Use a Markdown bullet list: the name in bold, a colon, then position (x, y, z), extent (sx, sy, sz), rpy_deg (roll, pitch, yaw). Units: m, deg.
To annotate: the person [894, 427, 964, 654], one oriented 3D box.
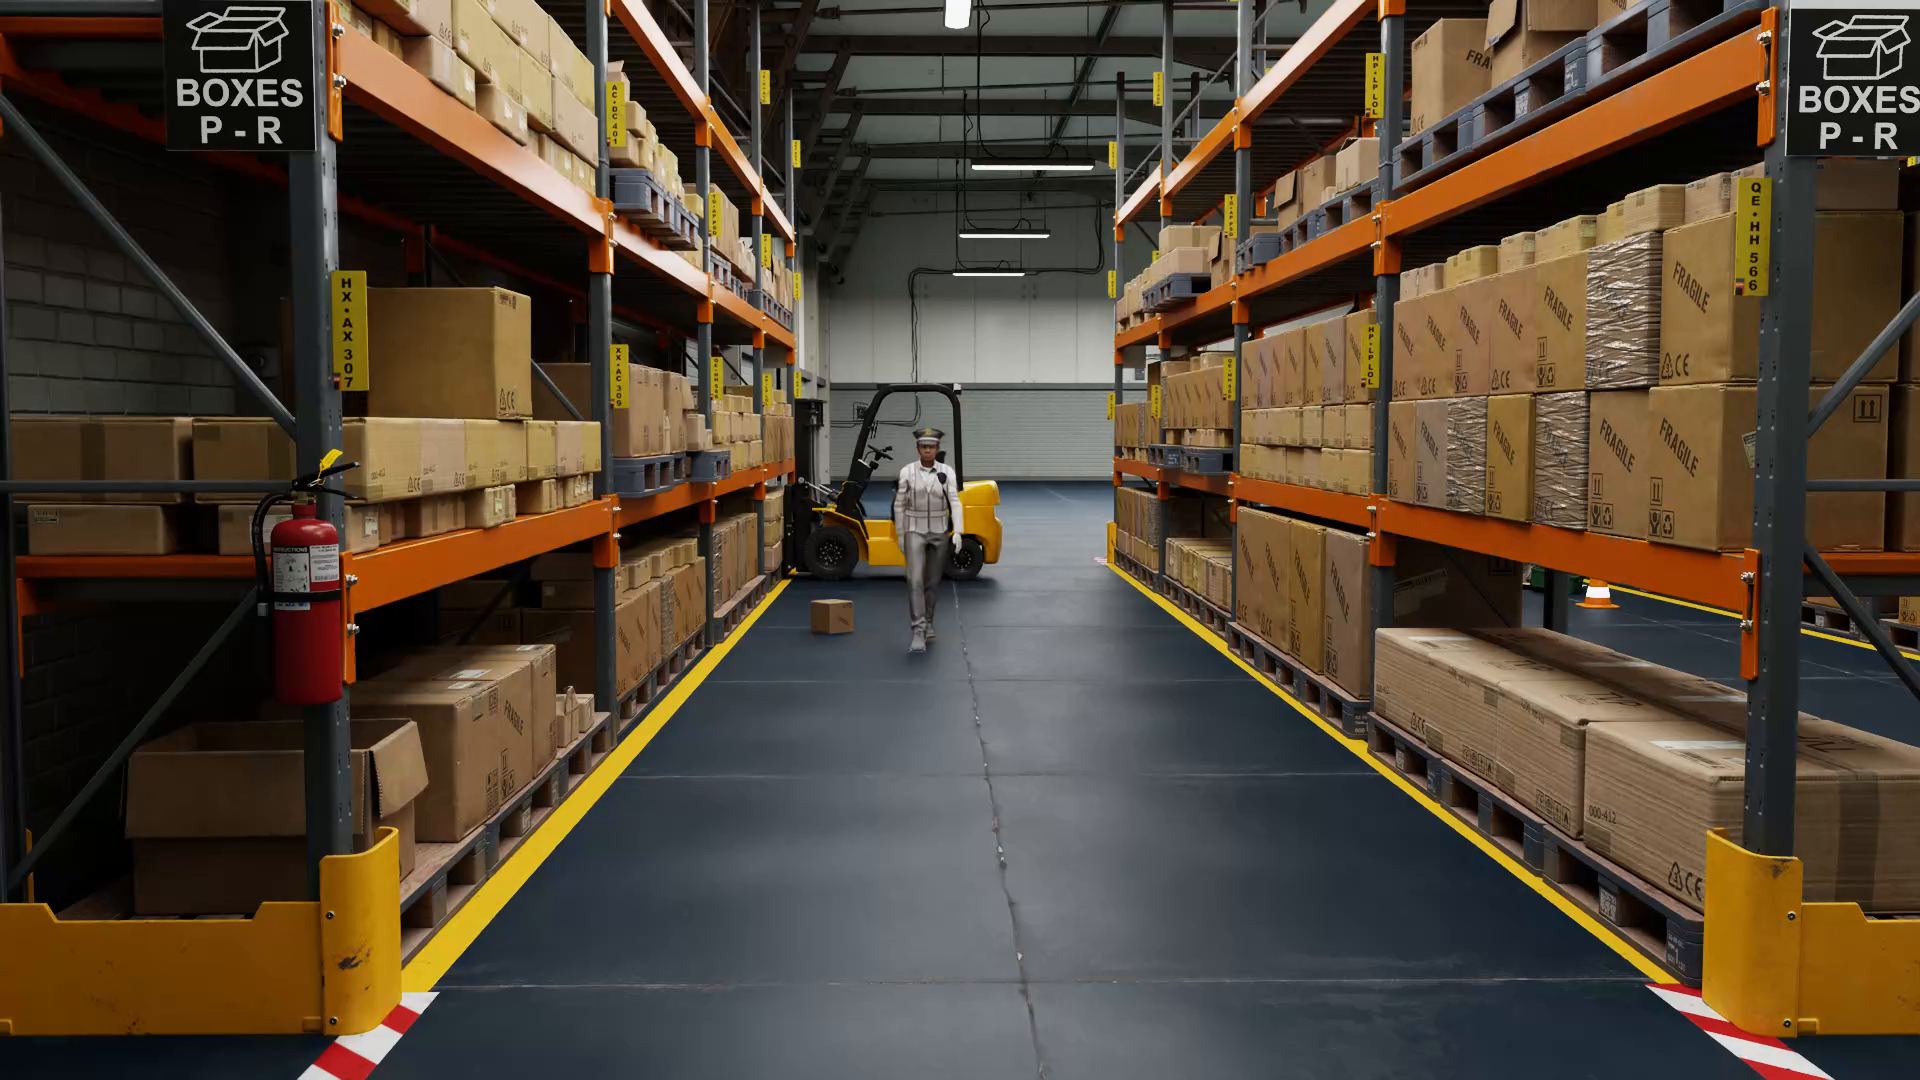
- **person**: position (-0.229, -0.022, 12.691), extent (0.512, 1.675, 0.845), rpy_deg (-1, 4, -10)
